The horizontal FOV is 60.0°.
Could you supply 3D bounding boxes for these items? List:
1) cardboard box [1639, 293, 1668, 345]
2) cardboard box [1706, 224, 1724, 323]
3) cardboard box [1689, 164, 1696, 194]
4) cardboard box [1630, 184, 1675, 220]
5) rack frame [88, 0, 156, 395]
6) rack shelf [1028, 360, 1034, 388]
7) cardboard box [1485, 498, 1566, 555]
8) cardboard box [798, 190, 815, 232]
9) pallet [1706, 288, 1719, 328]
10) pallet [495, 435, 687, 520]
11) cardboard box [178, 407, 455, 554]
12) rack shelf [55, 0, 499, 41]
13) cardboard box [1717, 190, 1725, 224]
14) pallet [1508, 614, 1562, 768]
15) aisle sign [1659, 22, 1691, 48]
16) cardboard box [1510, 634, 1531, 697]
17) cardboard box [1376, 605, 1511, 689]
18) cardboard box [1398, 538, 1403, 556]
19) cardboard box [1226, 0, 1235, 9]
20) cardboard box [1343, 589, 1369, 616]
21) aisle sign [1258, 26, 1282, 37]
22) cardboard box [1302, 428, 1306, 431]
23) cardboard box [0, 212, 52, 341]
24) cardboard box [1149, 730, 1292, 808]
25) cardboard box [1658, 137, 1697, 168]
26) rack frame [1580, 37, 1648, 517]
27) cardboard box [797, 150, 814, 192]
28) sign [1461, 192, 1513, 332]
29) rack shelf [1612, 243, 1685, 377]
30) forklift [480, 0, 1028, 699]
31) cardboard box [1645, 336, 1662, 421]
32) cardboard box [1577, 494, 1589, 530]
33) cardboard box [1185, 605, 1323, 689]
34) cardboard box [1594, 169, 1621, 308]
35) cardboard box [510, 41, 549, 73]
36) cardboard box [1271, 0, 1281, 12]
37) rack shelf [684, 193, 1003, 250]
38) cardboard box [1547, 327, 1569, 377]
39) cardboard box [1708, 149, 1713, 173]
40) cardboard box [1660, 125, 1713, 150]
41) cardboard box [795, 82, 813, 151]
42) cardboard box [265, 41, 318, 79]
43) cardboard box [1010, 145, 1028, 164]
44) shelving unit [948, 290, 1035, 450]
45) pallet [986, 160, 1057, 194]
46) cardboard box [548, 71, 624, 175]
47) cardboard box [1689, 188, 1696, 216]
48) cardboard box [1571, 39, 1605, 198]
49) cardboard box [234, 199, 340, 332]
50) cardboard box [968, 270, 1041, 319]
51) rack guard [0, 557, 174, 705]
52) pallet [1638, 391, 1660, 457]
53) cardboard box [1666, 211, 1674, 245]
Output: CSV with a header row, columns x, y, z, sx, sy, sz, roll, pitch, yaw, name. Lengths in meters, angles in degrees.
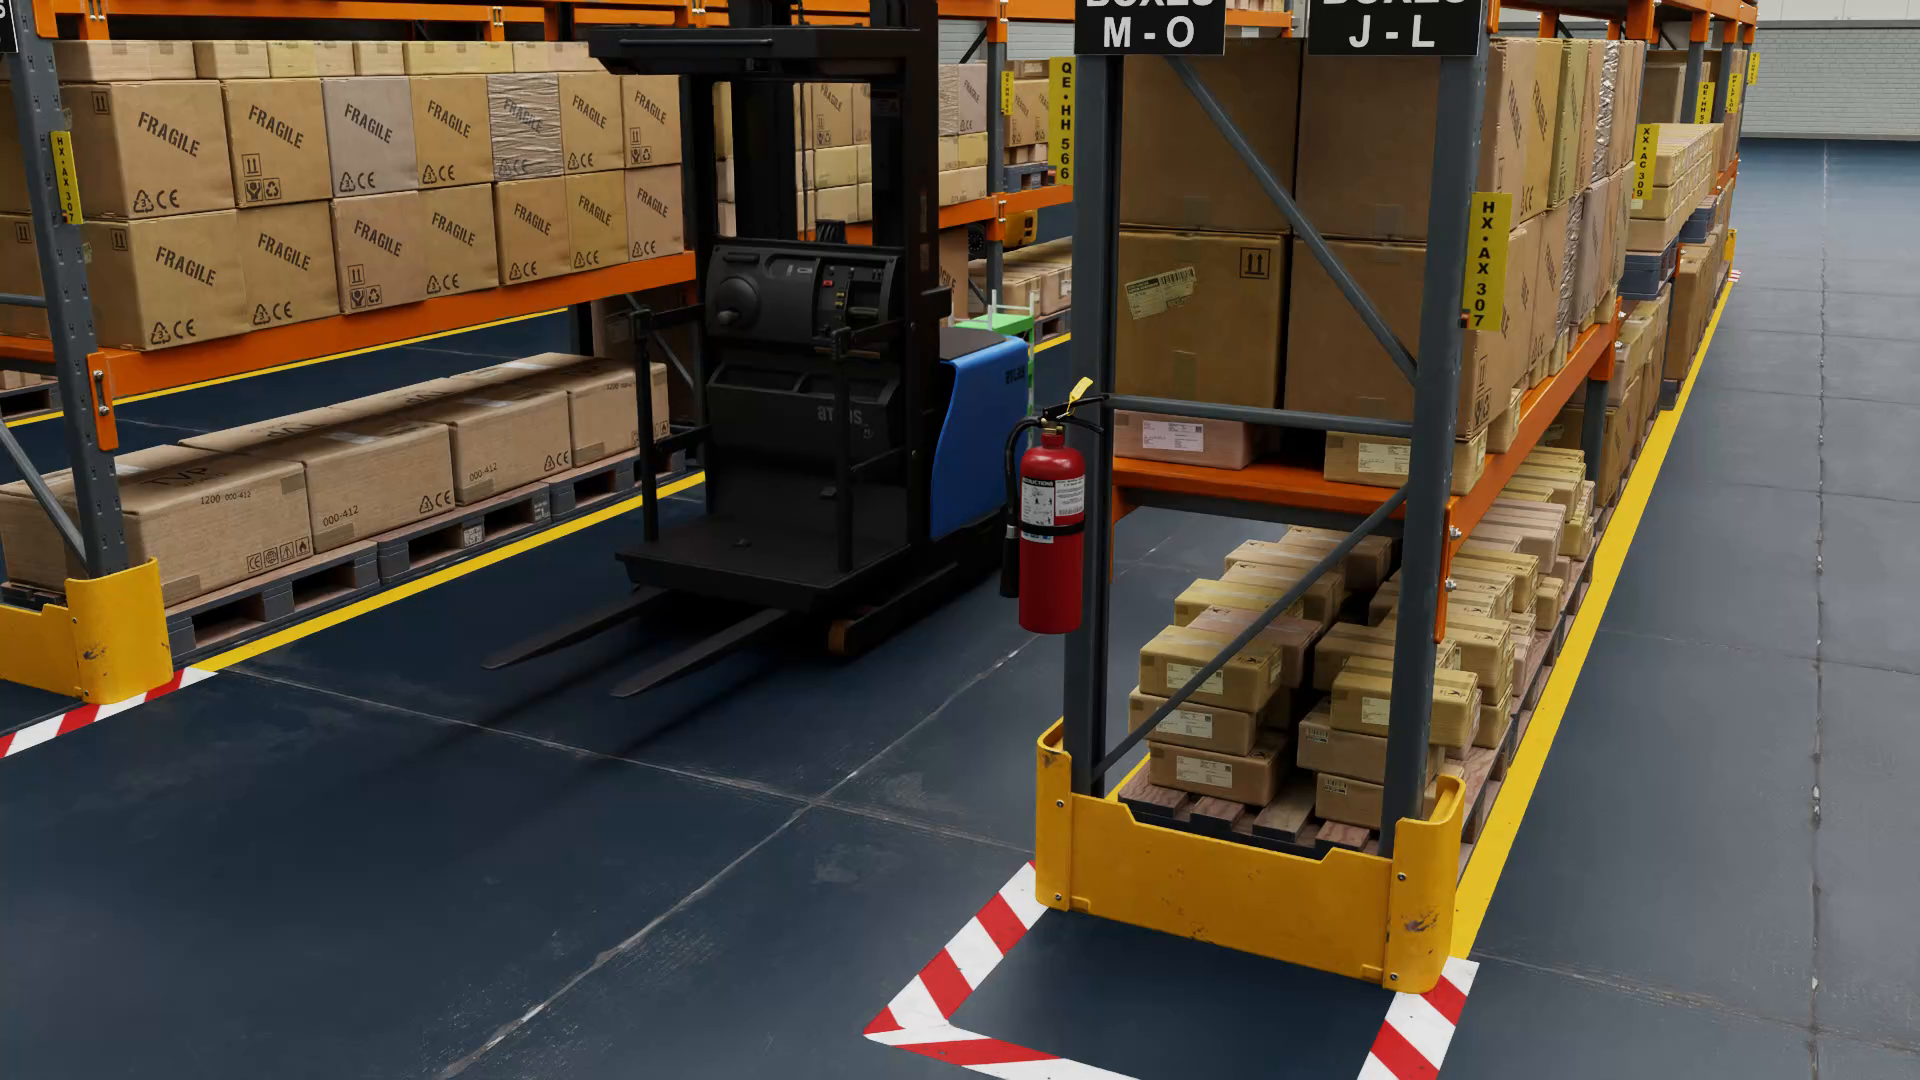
x,y,z,sx,sy,sz,roll,pitch,yaw,name
4.055,-1.380,10.237,0.500,0.250,0.500,8,18,26,cardboard box
5.932,-2.327,14.304,1.050,0.750,0.750,8,18,25,cardboard box
3.839,-2.000,9.170,0.380,0.149,0.250,8,18,24,cardboard box
3.142,-1.601,7.828,0.380,0.149,0.250,8,19,26,cardboard box
-6.362,-2.570,11.910,1.000,3.000,0.127,8,18,25,rack frame
0.164,-0.830,8.593,0.258,0.148,0.480,8,19,26,rack shelf
2.220,-0.061,6.685,0.380,0.149,0.250,7,18,23,cardboard box
-1.257,-2.078,10.517,0.500,0.250,0.500,8,18,24,cardboard box
6.539,-2.221,15.630,1.003,0.211,1.213,8,18,25,pallet
-2.329,-0.419,9.566,1.003,0.211,1.213,8,18,25,pallet
-3.100,-0.309,8.059,0.875,0.438,0.875,9,19,27,cardboard box
-5.468,-4.173,13.301,1.077,0.370,4.000,8,18,25,rack shelf
6.872,-2.938,16.141,0.875,0.875,0.875,8,18,26,cardboard box
1.742,0.488,6.509,1.003,0.211,1.213,8,18,25,pallet
7.680,-5.695,17.864,0.394,0.787,0.004,8,18,25,aisle sign
1.866,0.434,6.065,0.380,0.149,0.250,7,18,23,cardboard box
1.548,0.340,5.337,0.380,0.149,0.250,8,18,25,cardboard box
1.639,-0.057,6.674,0.380,0.149,0.250,7,18,23,cardboard box
2.669,-5.660,17.487,0.380,0.149,0.250,8,18,24,cardboard box
1.329,0.206,6.310,0.380,0.149,0.250,9,19,28,cardboard box
3.730,-6.222,19.637,0.394,0.787,0.004,8,18,25,aisle sign
0.903,-0.440,5.178,0.380,0.149,0.250,8,18,25,cardboard box
-3.728,-1.125,6.870,0.500,0.500,0.500,8,18,26,cardboard box
0.815,0.688,5.210,0.380,0.149,0.250,8,19,26,cardboard box
3.719,-2.073,8.895,0.380,0.149,0.250,9,19,27,cardboard box
2.554,-1.336,7.753,1.000,3.000,0.127,8,18,25,rack frame
-1.263,-2.320,10.453,0.500,0.250,0.500,8,19,26,cardboard box
1.252,-0.663,3.968,0.100,0.325,0.005,8,18,25,sign
3.448,-1.500,9.571,1.077,0.370,4.000,8,18,25,rack shelf
-0.784,-1.060,6.947,1.130,2.935,3.031,8,19,26,forklift
4.046,-1.025,10.360,0.500,0.500,0.500,9,19,28,cardboard box
2.588,-0.122,7.414,0.380,0.149,0.250,7,18,23,cardboard box
0.940,0.339,5.338,0.380,0.149,0.250,8,19,26,cardboard box
2.358,-1.235,6.716,0.500,0.500,0.500,8,18,24,cardboard box
-2.284,-2.408,8.294,0.380,0.149,0.250,8,18,25,cardboard box
3.452,-6.120,19.034,0.380,0.149,0.250,8,18,26,cardboard box
-1.026,-2.104,11.605,1.077,0.370,4.000,8,18,25,rack shelf
2.002,-0.705,6.072,0.380,0.149,0.250,9,19,26,cardboard box
4.528,-2.394,10.499,0.380,0.149,0.250,9,19,27,cardboard box
4.418,-2.474,10.244,0.380,0.149,0.250,8,18,25,cardboard box
-1.263,-2.676,10.333,0.500,0.500,0.500,8,18,25,cardboard box
-2.927,-2.011,6.956,0.380,0.149,0.250,7,18,24,cardboard box
0.336,-3.166,13.621,0.380,0.149,0.250,7,18,22,cardboard box
0.164,-0.661,8.643,0.258,1.200,0.503,8,19,26,shelving unit
0.091,-3.062,13.902,1.213,0.211,1.003,8,18,25,pallet
-2.117,-2.184,8.676,0.500,0.500,0.500,8,18,25,cardboard box
3.955,-1.925,9.442,0.380,0.149,0.250,9,19,27,cardboard box
1.902,-1.457,5.706,0.500,0.500,0.500,7,18,24,cardboard box
-3.034,-1.187,7.077,0.500,0.500,0.500,8,18,25,cardboard box
0.129,-2.043,14.012,0.950,0.372,0.625,7,18,22,cardboard box
-3.717,0.283,6.692,1.175,0.500,0.348,8,18,25,rack guard
3.991,-0.819,10.911,1.003,0.211,1.213,8,18,25,pallet
3.260,-1.530,8.111,0.380,0.149,0.250,8,19,26,cardboard box
